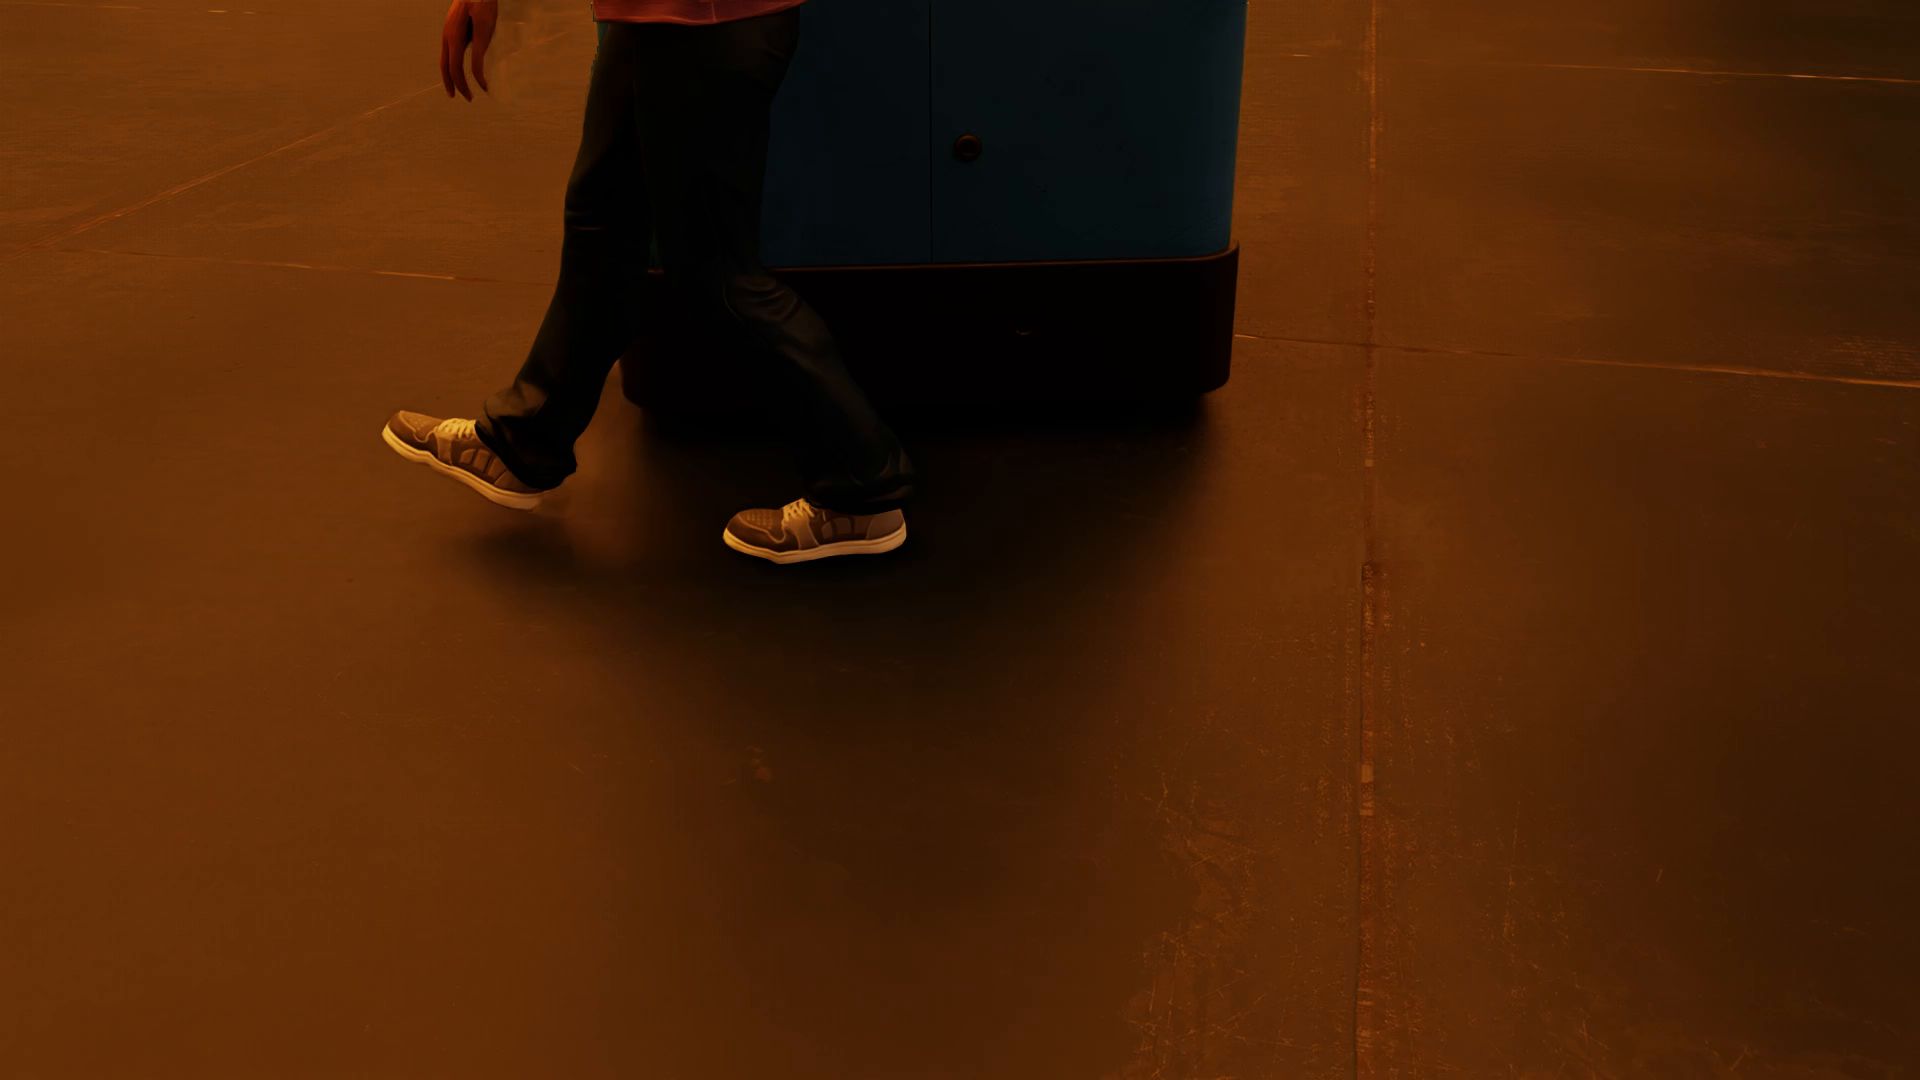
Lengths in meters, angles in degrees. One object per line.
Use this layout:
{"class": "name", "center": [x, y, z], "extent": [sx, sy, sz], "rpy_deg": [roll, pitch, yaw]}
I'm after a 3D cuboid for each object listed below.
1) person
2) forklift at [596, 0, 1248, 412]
{"class": "person", "center": [-0.470, -0.708, 2.186], "extent": [0.813, 1.543, 0.605], "rpy_deg": [-2, 27, -4]}
{"class": "forklift", "center": [-0.166, -2.152, 3.512], "extent": [1.130, 2.935, 3.031], "rpy_deg": [-2, 27, -4]}
